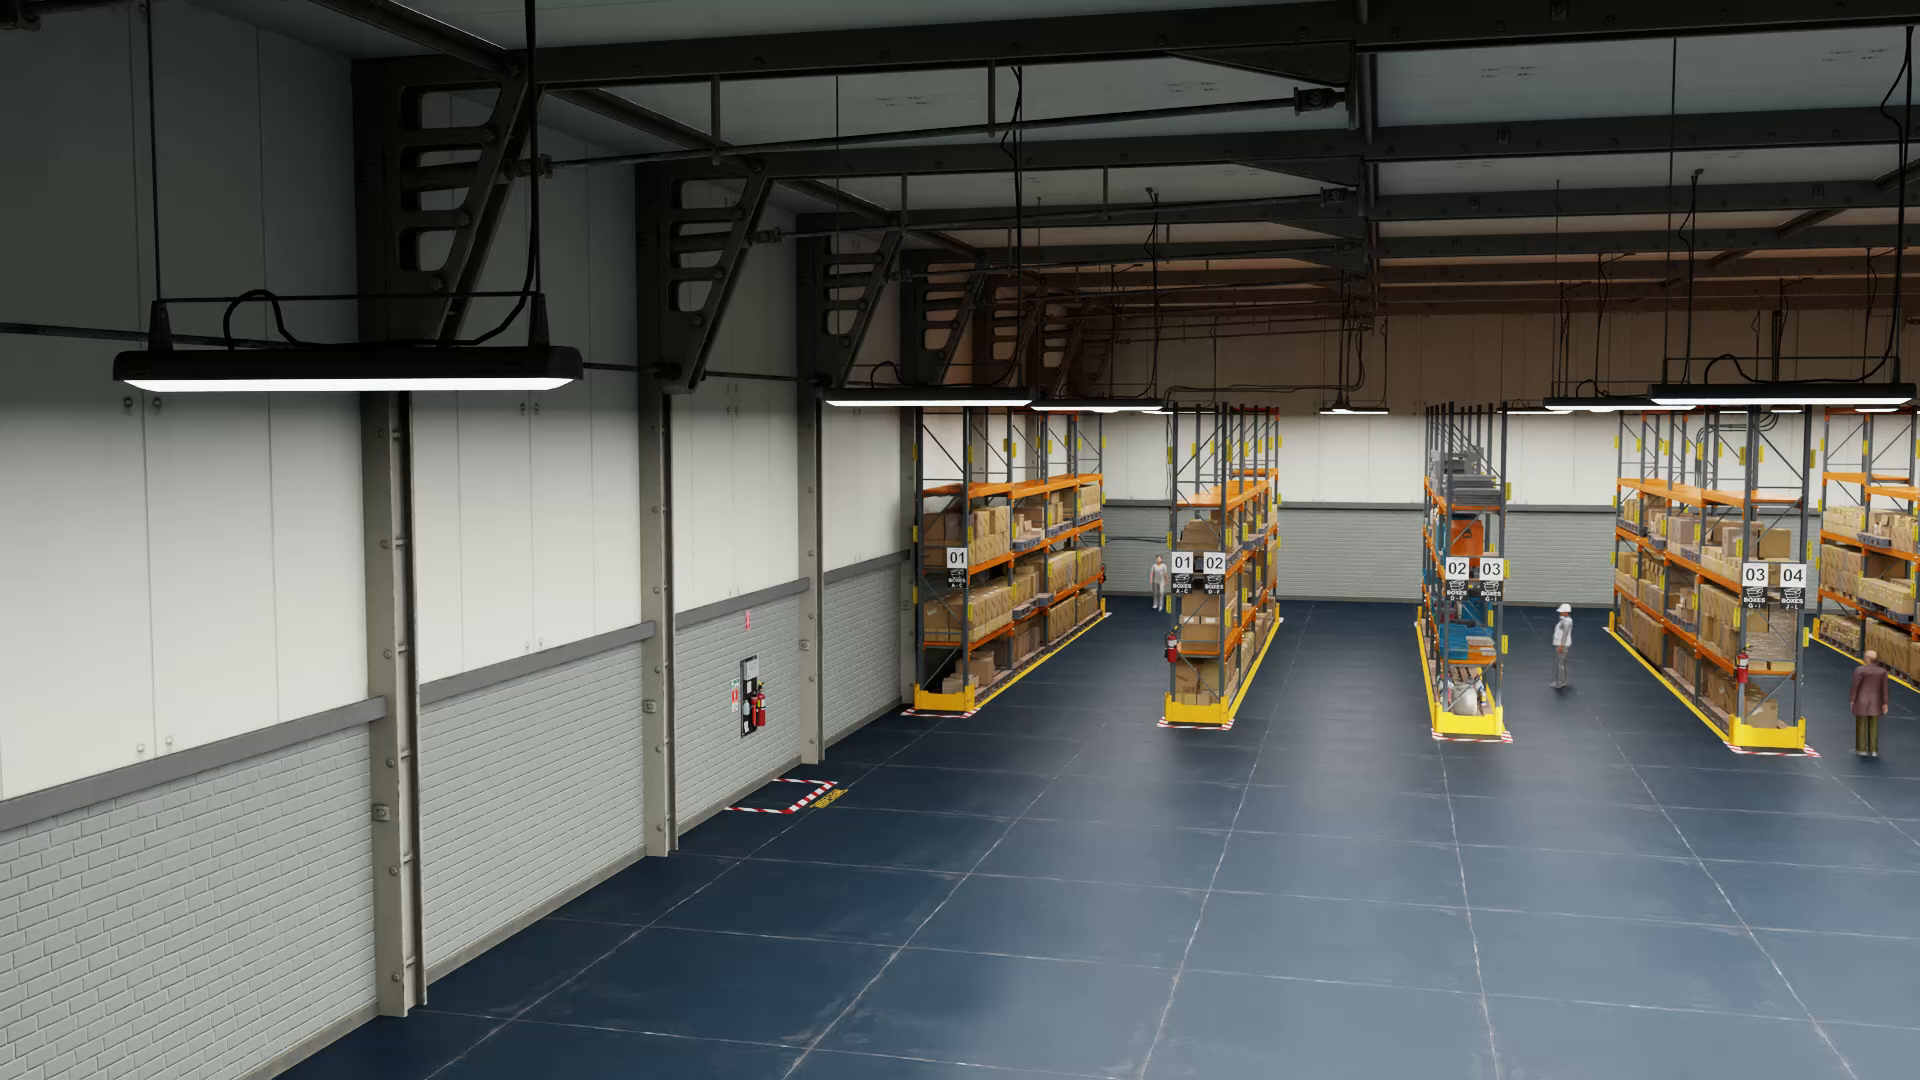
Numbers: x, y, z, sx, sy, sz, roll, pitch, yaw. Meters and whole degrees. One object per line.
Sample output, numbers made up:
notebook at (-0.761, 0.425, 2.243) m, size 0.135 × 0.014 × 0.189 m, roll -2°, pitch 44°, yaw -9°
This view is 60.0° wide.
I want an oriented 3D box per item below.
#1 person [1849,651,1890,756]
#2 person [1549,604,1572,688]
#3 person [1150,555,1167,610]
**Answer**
person at (15.358, 2.803, 28.075) m, size 0.611 × 1.693 × 0.387 m, roll 1°, pitch 4°, yaw 17°
person at (12.750, 2.238, 35.274) m, size 0.428 × 1.775 × 0.560 m, roll 2°, pitch 5°, yaw 22°
person at (5.877, 1.274, 49.258) m, size 0.491 × 1.562 × 1.026 m, roll 1°, pitch 4°, yaw 8°
